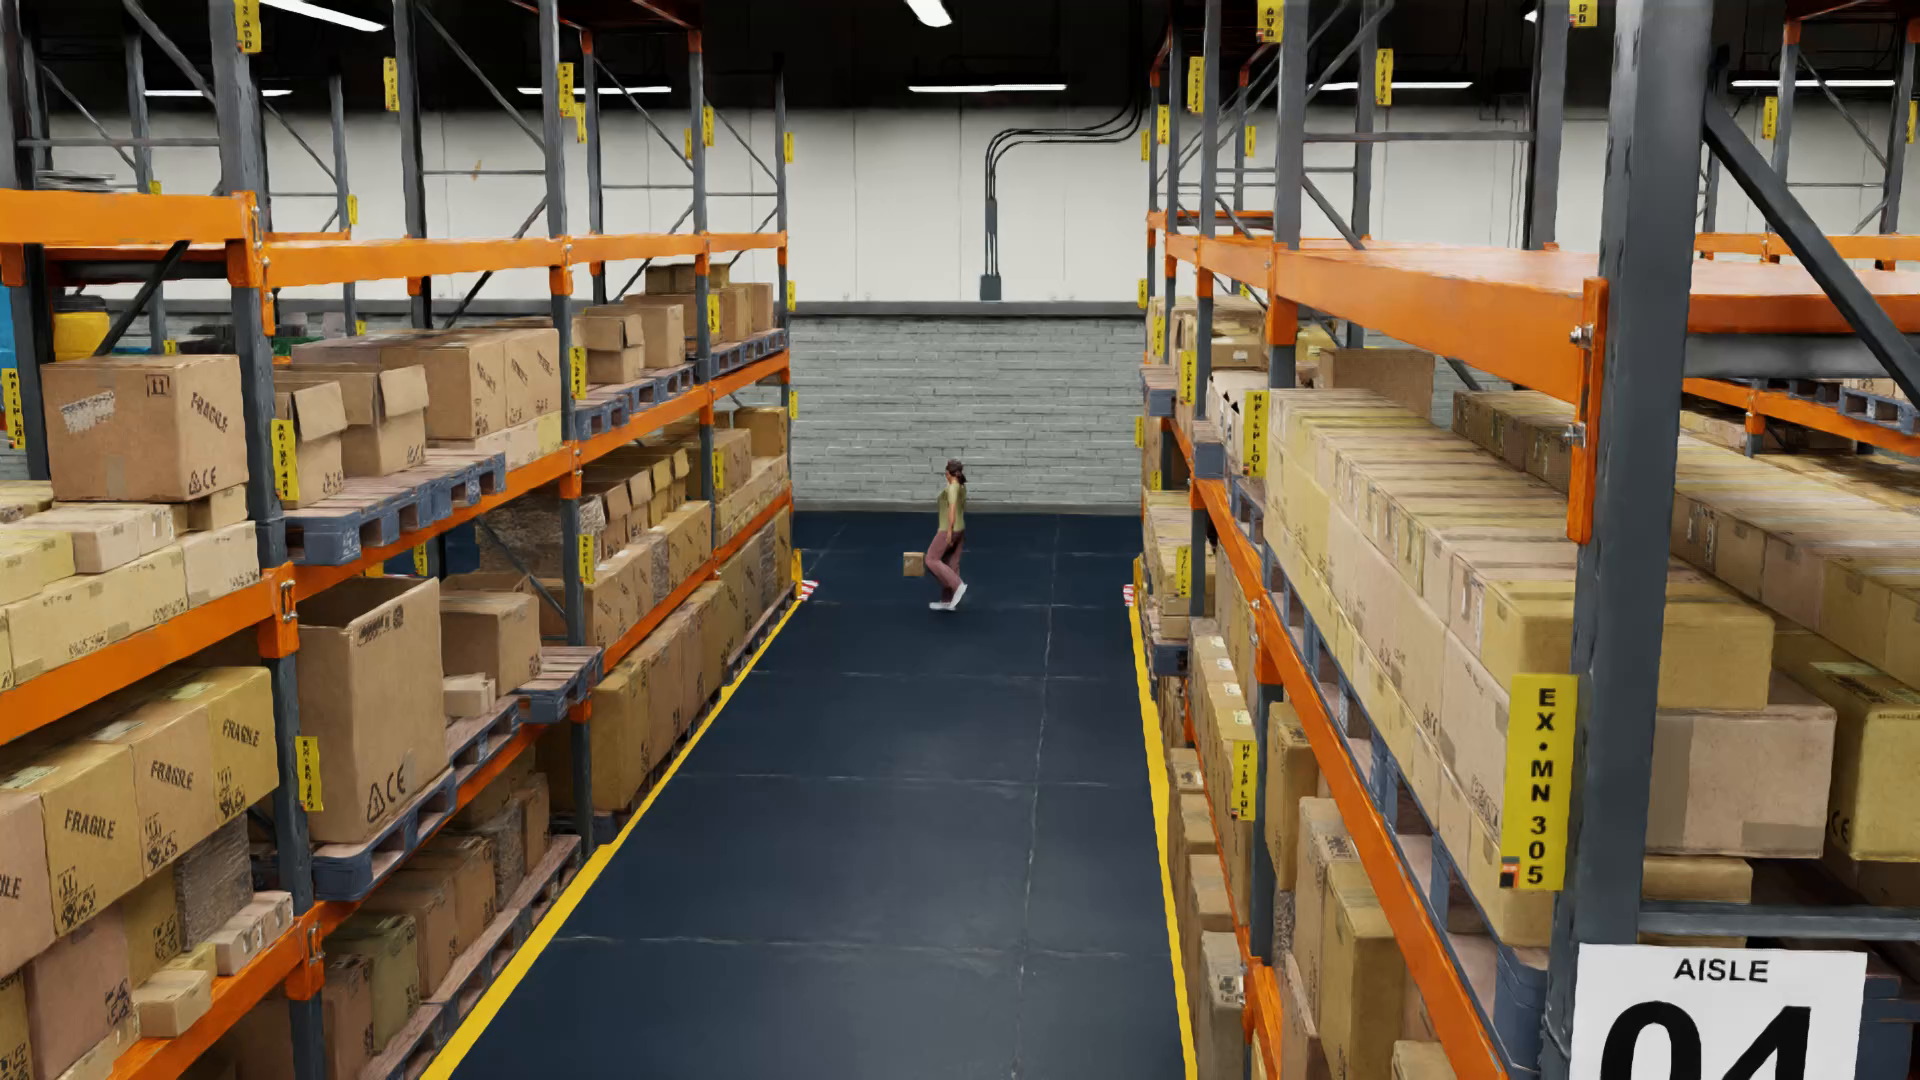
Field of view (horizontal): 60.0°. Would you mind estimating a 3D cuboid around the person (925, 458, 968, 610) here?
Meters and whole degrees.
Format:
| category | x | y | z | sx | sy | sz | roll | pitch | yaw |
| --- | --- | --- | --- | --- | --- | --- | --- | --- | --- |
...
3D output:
| category | x | y | z | sx | sy | sz | roll | pitch | yaw |
| --- | --- | --- | --- | --- | --- | --- | --- | --- | --- |
| person | -0.099 | -0.050 | 18.248 | 0.501 | 1.626 | 0.658 | 4 | 12 | 20 |
